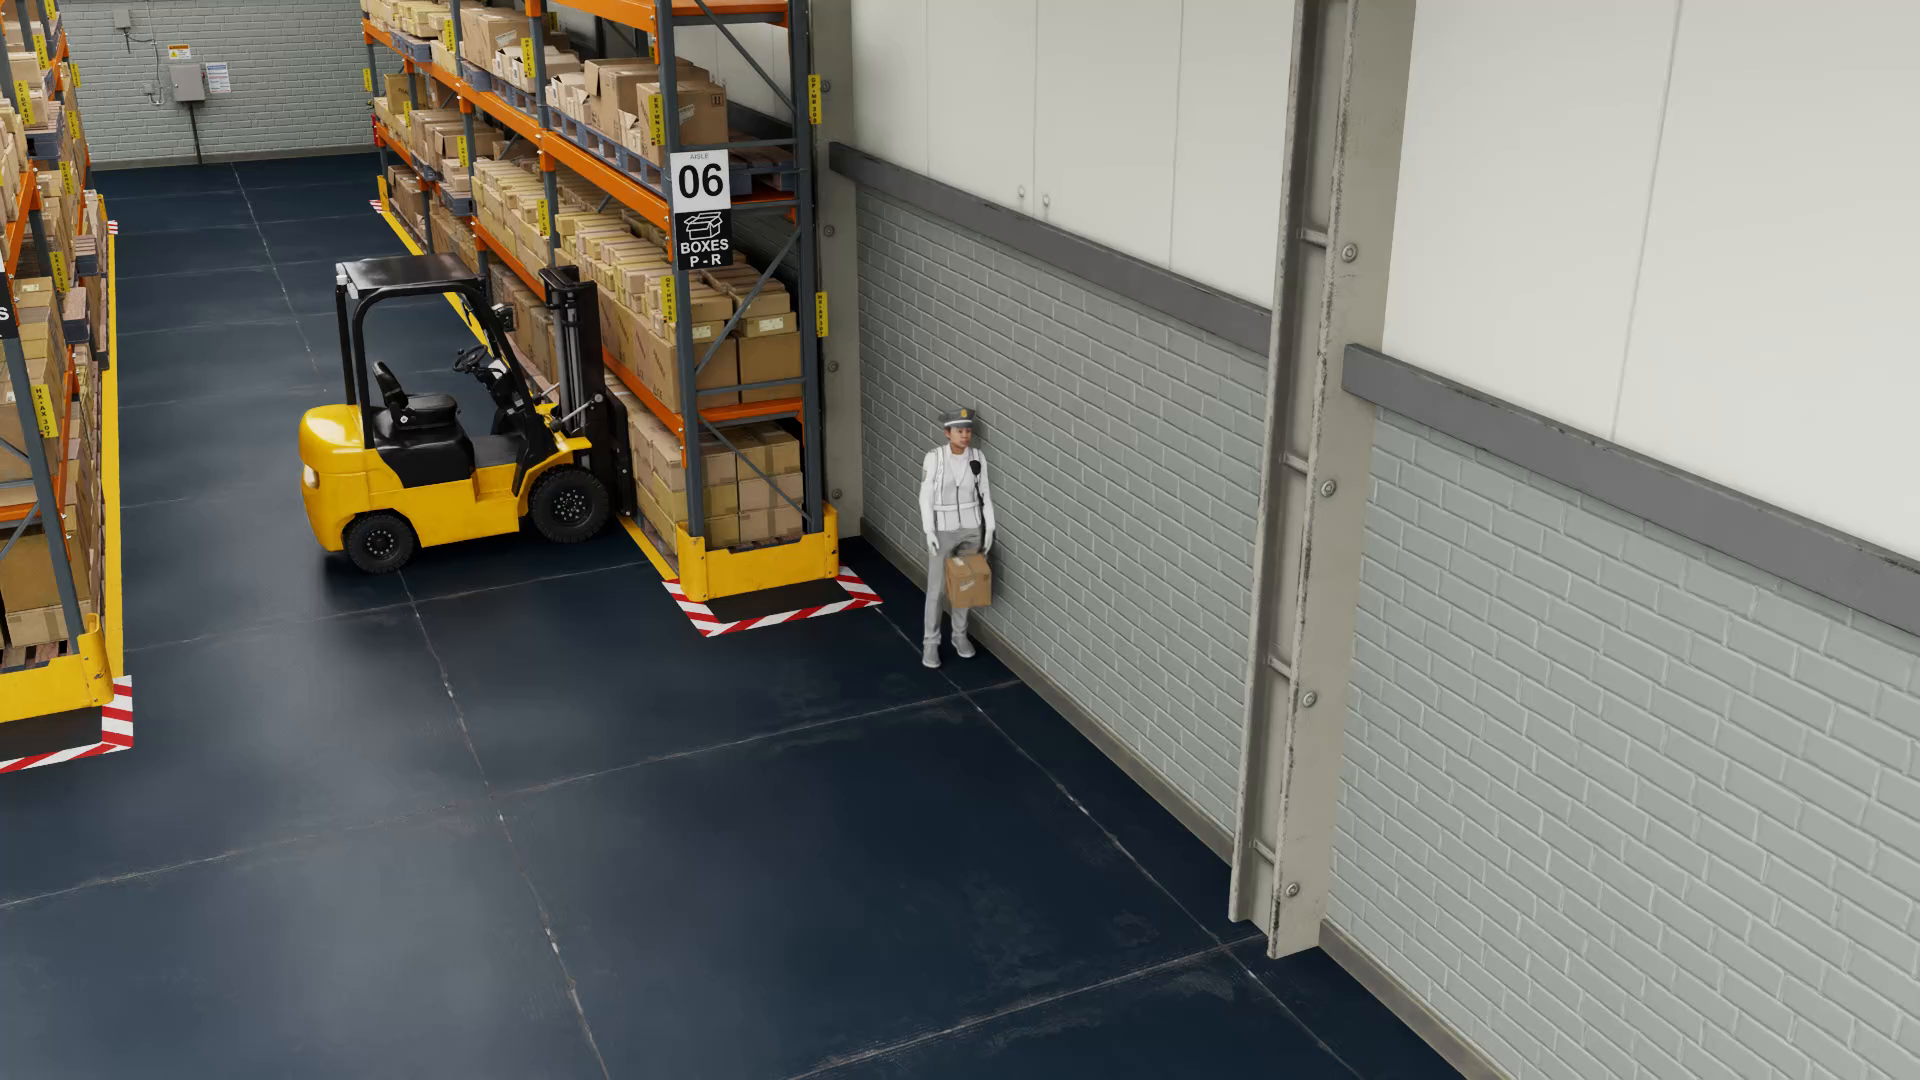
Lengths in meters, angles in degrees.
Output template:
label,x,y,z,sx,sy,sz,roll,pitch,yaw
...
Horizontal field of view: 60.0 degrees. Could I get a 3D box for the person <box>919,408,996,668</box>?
label,x,y,z,sx,sy,sz,roll,pitch,yaw
person,-0.020,-0.040,11.030,0.550,1.697,0.542,-5,23,-12
